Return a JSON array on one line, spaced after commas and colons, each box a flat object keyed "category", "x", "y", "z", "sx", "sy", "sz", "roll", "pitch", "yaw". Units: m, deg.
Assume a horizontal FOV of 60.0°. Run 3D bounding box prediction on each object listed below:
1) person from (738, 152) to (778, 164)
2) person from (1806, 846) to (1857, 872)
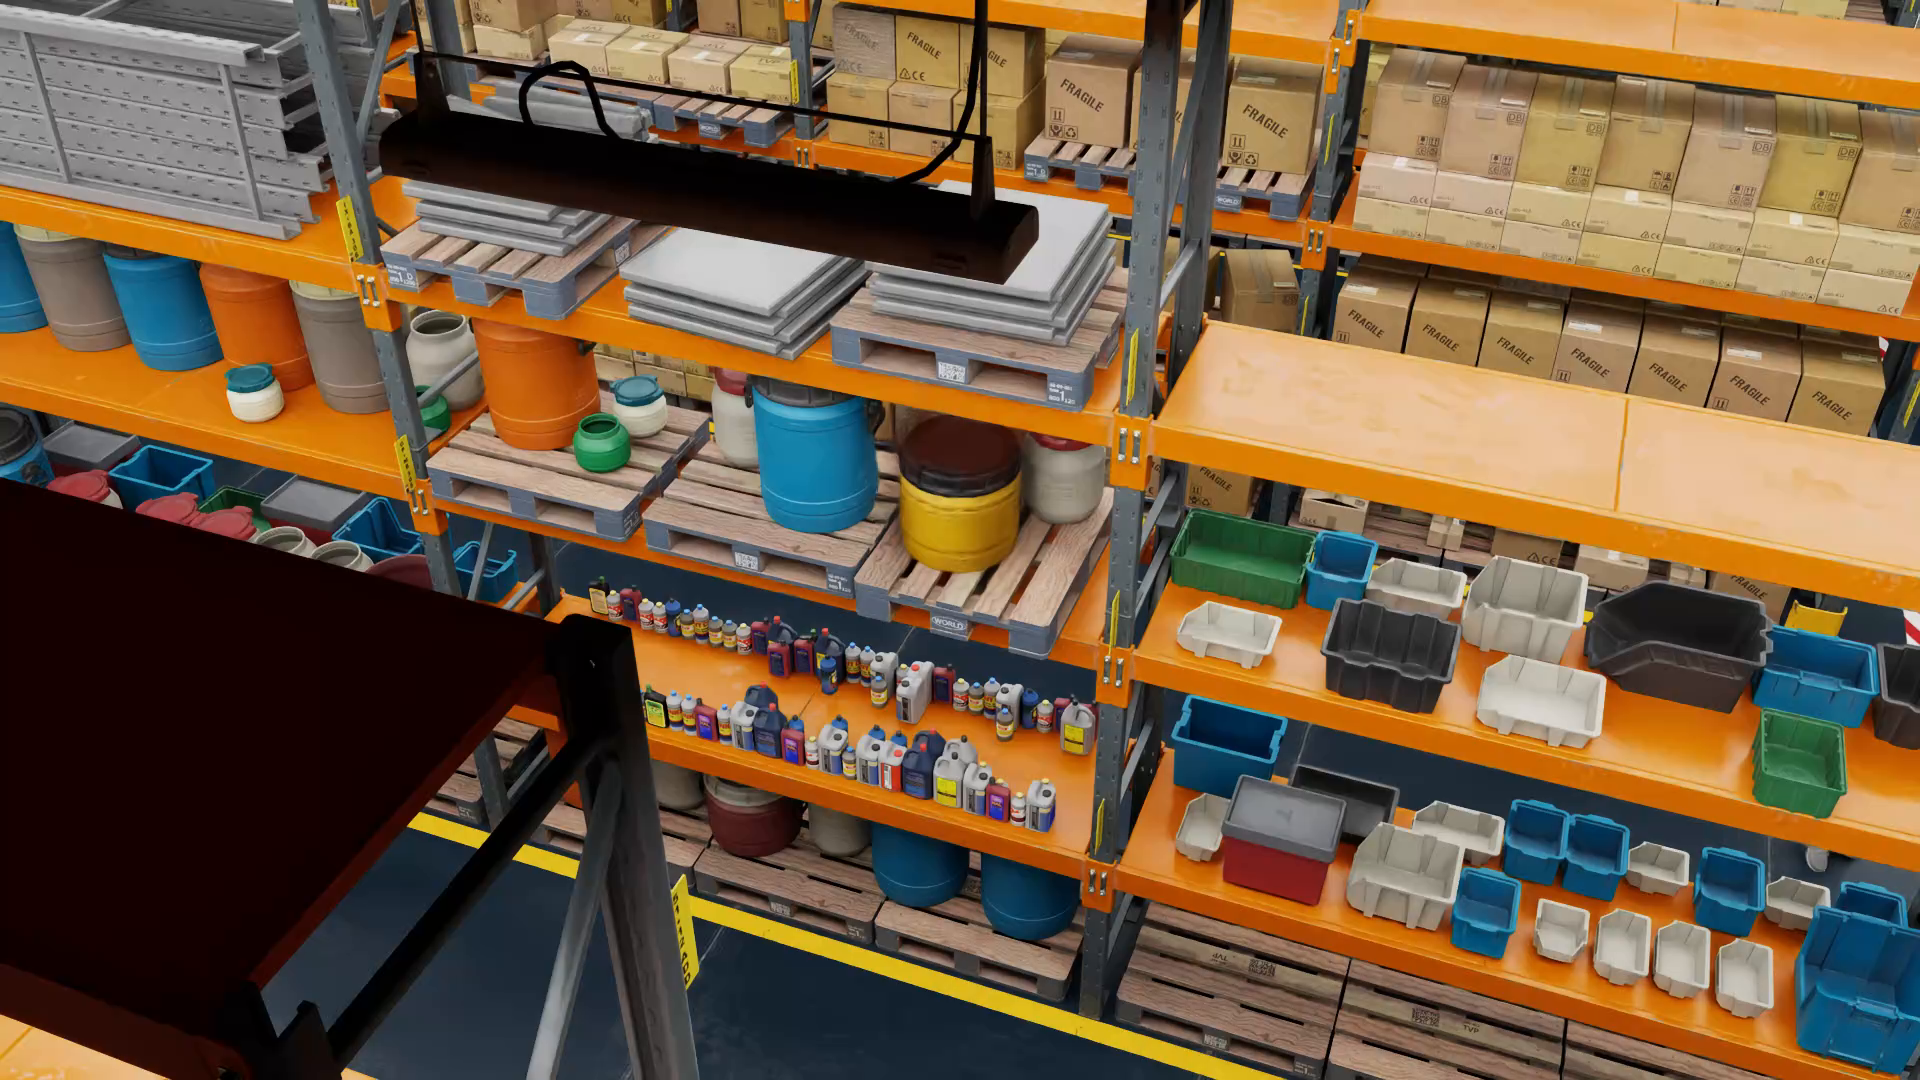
[{"category": "person", "x": -2.156, "y": -4.120, "z": 17.472, "sx": 0.951, "sy": 1.720, "sz": 0.592, "roll": -3, "pitch": 37, "yaw": -4}, {"category": "person", "x": 5.635, "y": 1.311, "z": 10.188, "sx": 0.596, "sy": 1.761, "sz": 0.456, "roll": 2, "pitch": 37, "yaw": 3}]
